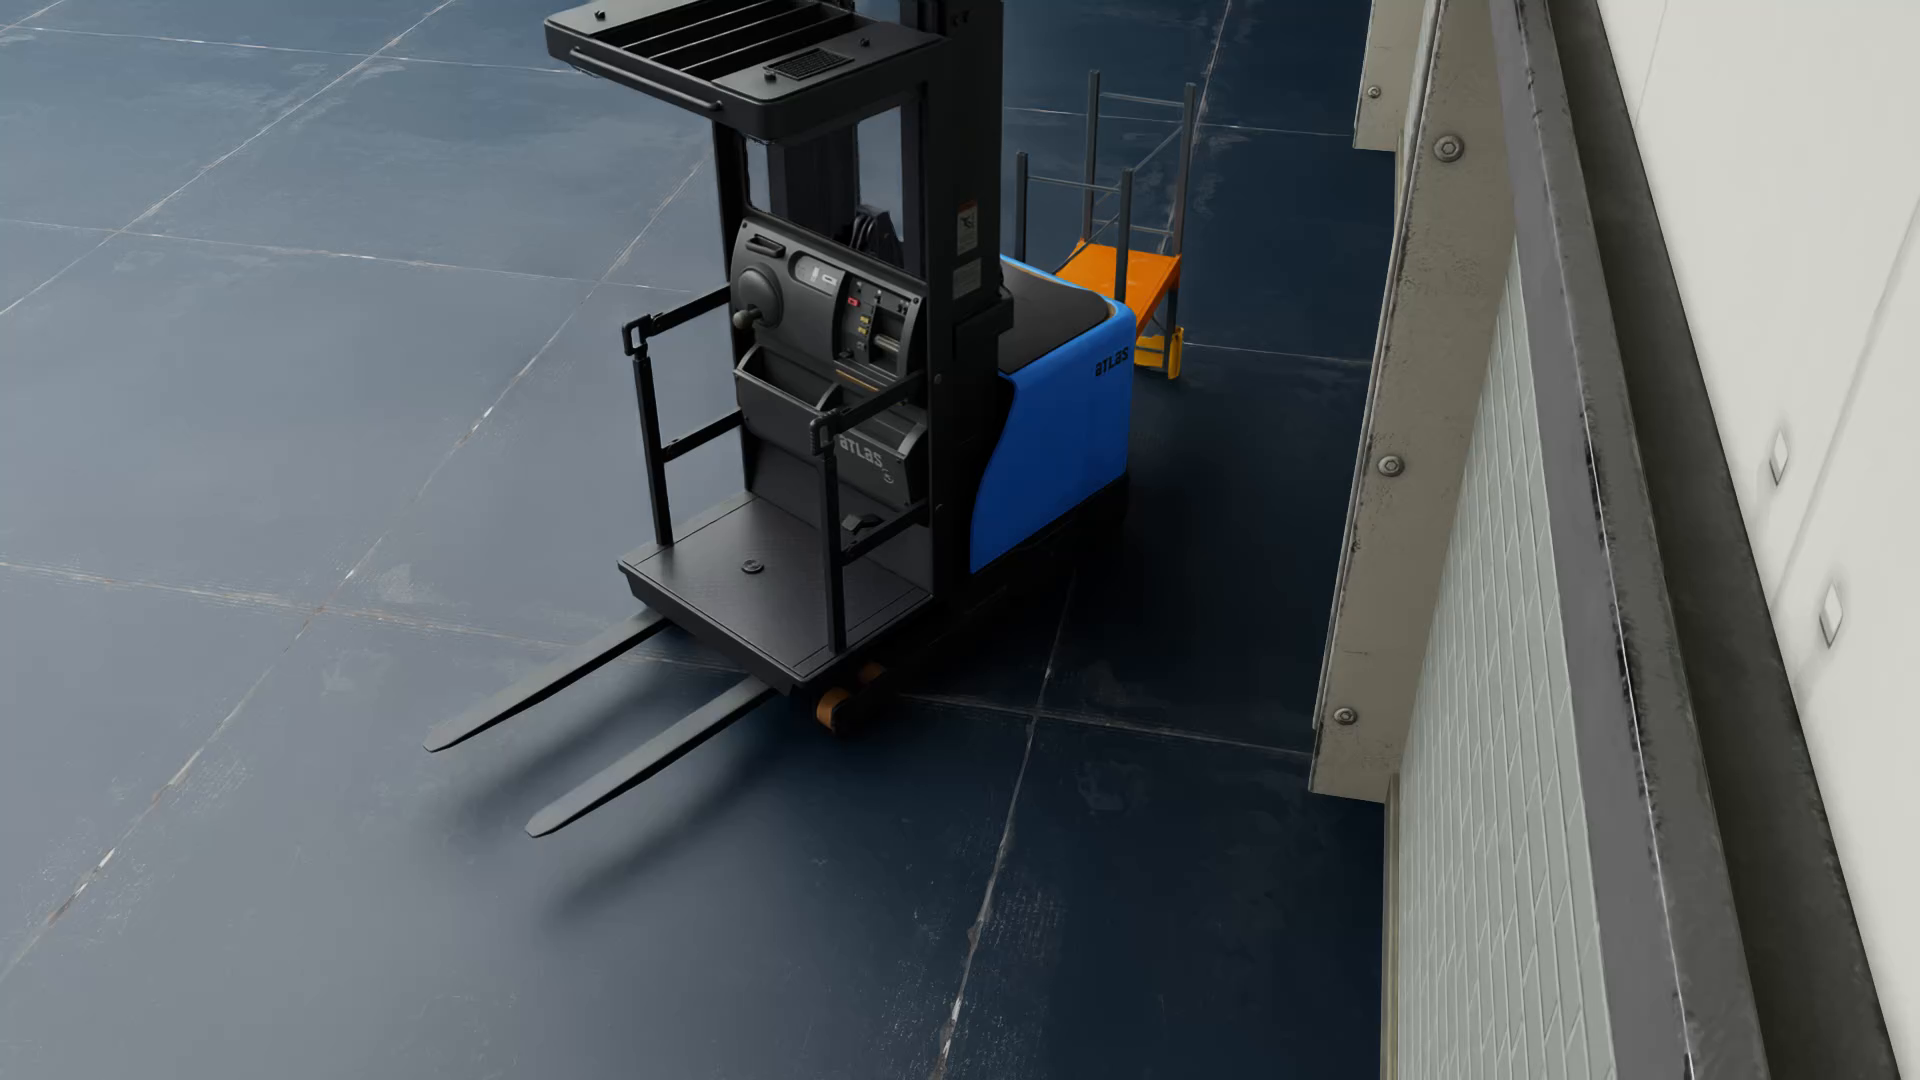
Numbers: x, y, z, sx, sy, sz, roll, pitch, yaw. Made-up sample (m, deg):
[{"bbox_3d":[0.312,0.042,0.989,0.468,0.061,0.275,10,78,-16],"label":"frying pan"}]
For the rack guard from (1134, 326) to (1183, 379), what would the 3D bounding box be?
[{"bbox_3d":[0.829,-0.994,8.409,0.587,0.250,0.087,13,38,17],"label":"rack guard"}]

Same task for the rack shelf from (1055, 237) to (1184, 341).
[{"bbox_3d":[0.653,-1.087,7.778,0.538,0.185,1.000,13,38,17],"label":"rack shelf"}]

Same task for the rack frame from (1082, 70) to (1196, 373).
[{"bbox_3d":[0.836,-1.511,8.056,0.500,1.500,0.032,13,38,17],"label":"rack frame"}]

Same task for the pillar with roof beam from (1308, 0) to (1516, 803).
[{"bbox_3d":[-2.757,-3.370,4.232,9.100,9.000,0.400,7,37,10],"label":"pillar with roof beam"}]

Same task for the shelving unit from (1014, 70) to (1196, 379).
[{"bbox_3d":[0.650,-1.227,7.665,0.587,1.500,1.083,13,38,17],"label":"shelving unit"}]

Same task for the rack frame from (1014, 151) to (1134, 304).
[{"bbox_3d":[0.471,-0.954,7.288,0.500,1.500,0.032,13,38,17],"label":"rack frame"}]

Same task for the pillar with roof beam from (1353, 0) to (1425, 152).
[{"bbox_3d":[-1.475,-6.810,8.978,9.100,9.000,0.400,7,37,10],"label":"pillar with roof beam"}]

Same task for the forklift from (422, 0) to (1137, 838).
[{"bbox_3d":[-0.634,-0.807,5.866,1.130,2.935,3.031,28,45,33],"label":"forklift"}]
